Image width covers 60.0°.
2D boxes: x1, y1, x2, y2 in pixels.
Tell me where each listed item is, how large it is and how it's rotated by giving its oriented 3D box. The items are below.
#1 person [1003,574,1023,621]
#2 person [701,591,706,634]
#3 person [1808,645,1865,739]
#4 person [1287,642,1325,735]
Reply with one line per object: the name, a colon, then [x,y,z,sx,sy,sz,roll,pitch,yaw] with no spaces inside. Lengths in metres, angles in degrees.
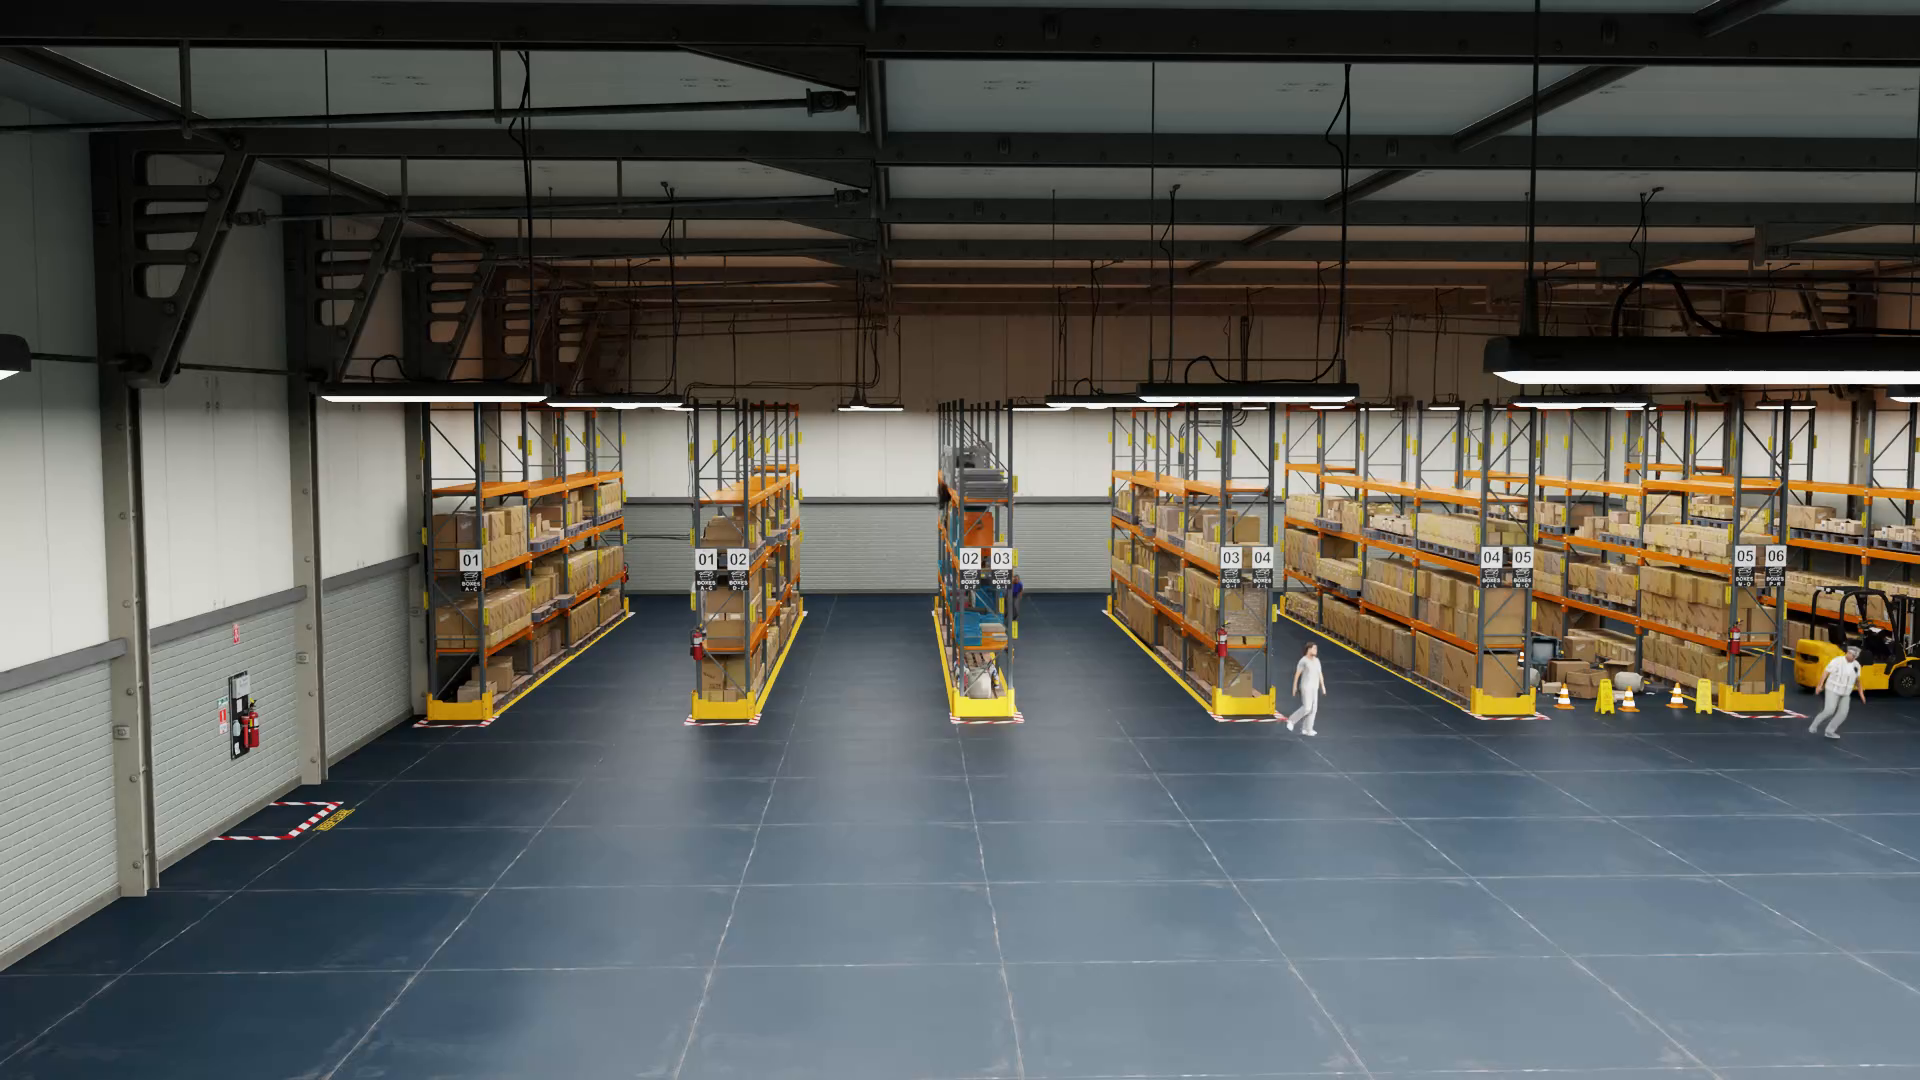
person: [1.363,1.638,44.433,0.588,1.461,0.794,-2,5,-22]
person: [-6.619,1.625,43.132,0.670,1.654,0.817,-1,4,-13]
person: [15.419,2.664,29.216,0.794,1.663,0.651,0,4,-5]
person: [6.141,2.637,29.596,0.568,1.667,0.556,-3,5,-35]
